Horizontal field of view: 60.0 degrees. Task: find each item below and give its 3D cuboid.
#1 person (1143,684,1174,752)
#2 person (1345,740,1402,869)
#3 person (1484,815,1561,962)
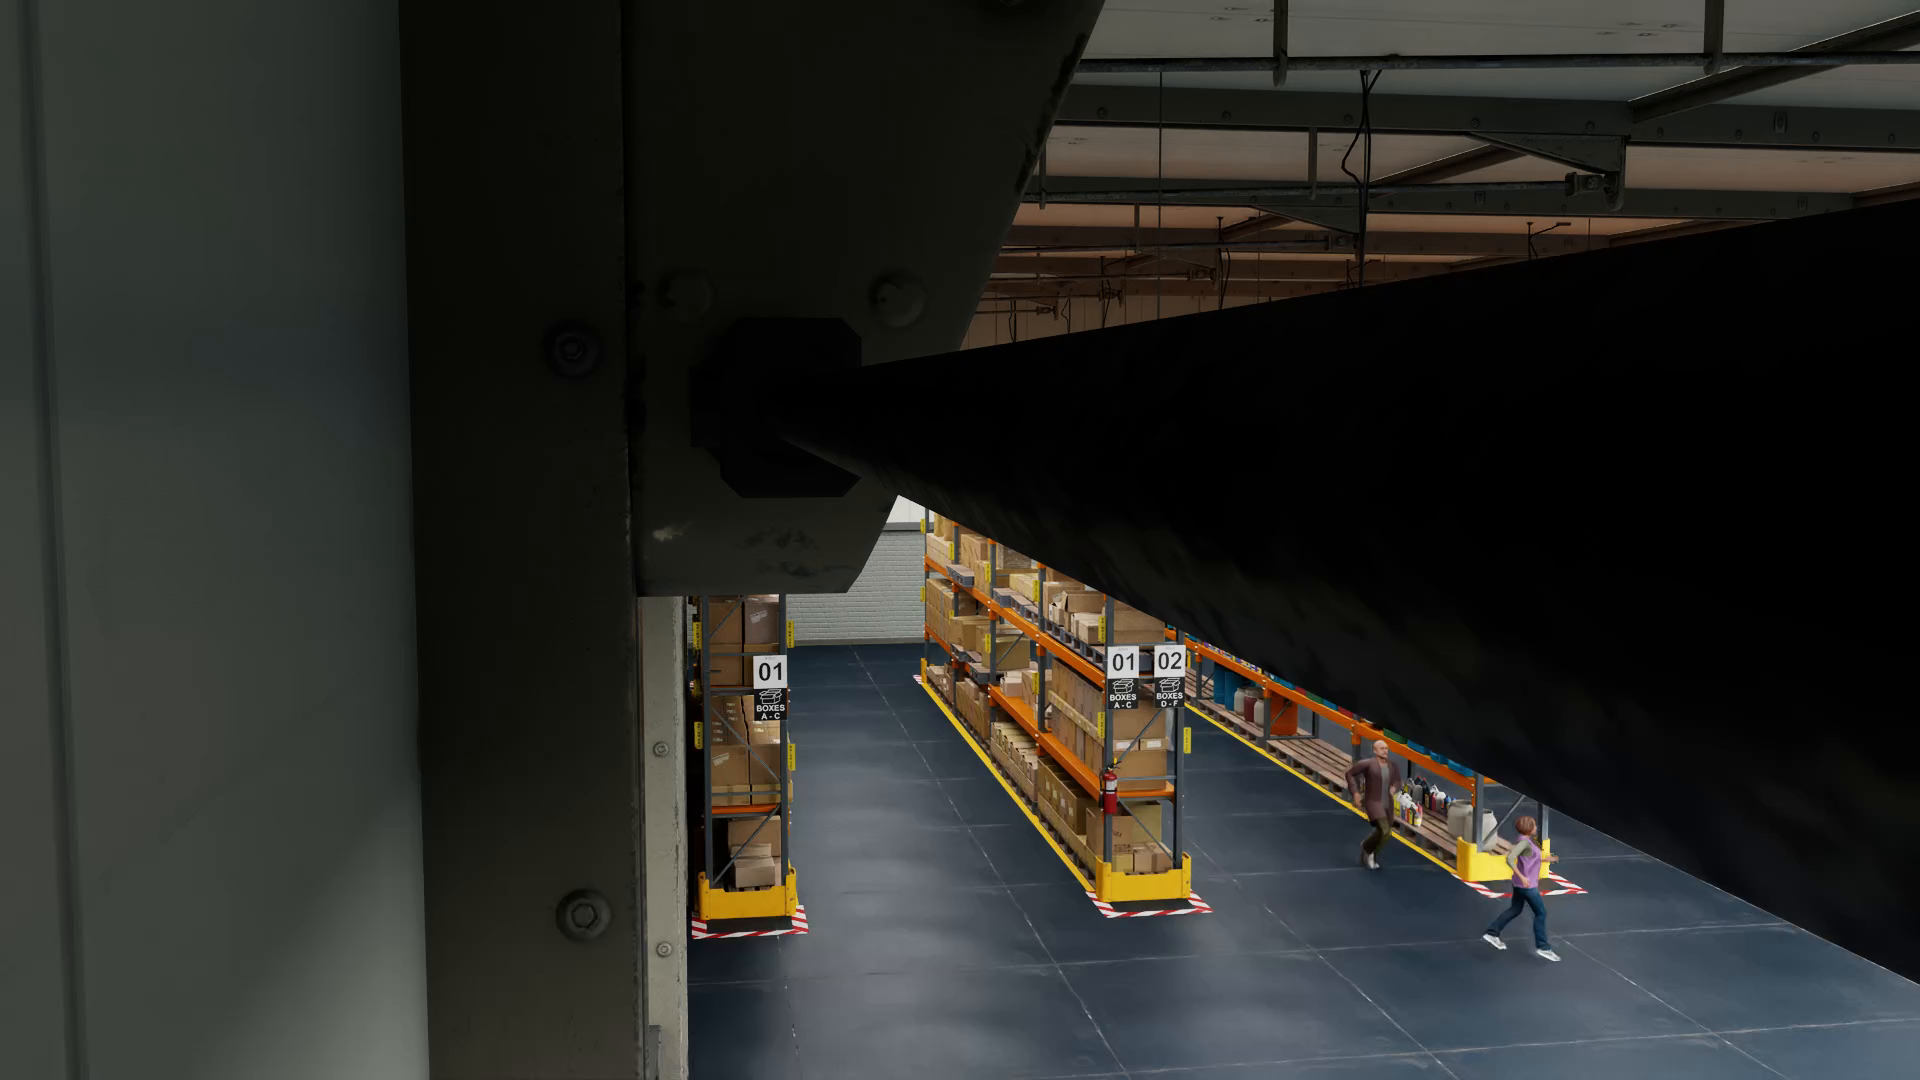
[{"bbox_3d":[3.565,2.842,29.618,0.663,1.767,0.923,-2,6,-25],"label":"person"},{"bbox_3d":[5.551,3.516,22.044,0.679,1.718,0.644,-2,6,-26],"label":"person"},{"bbox_3d":[6.304,3.877,18.598,0.822,1.618,0.522,1,5,10],"label":"person"}]
